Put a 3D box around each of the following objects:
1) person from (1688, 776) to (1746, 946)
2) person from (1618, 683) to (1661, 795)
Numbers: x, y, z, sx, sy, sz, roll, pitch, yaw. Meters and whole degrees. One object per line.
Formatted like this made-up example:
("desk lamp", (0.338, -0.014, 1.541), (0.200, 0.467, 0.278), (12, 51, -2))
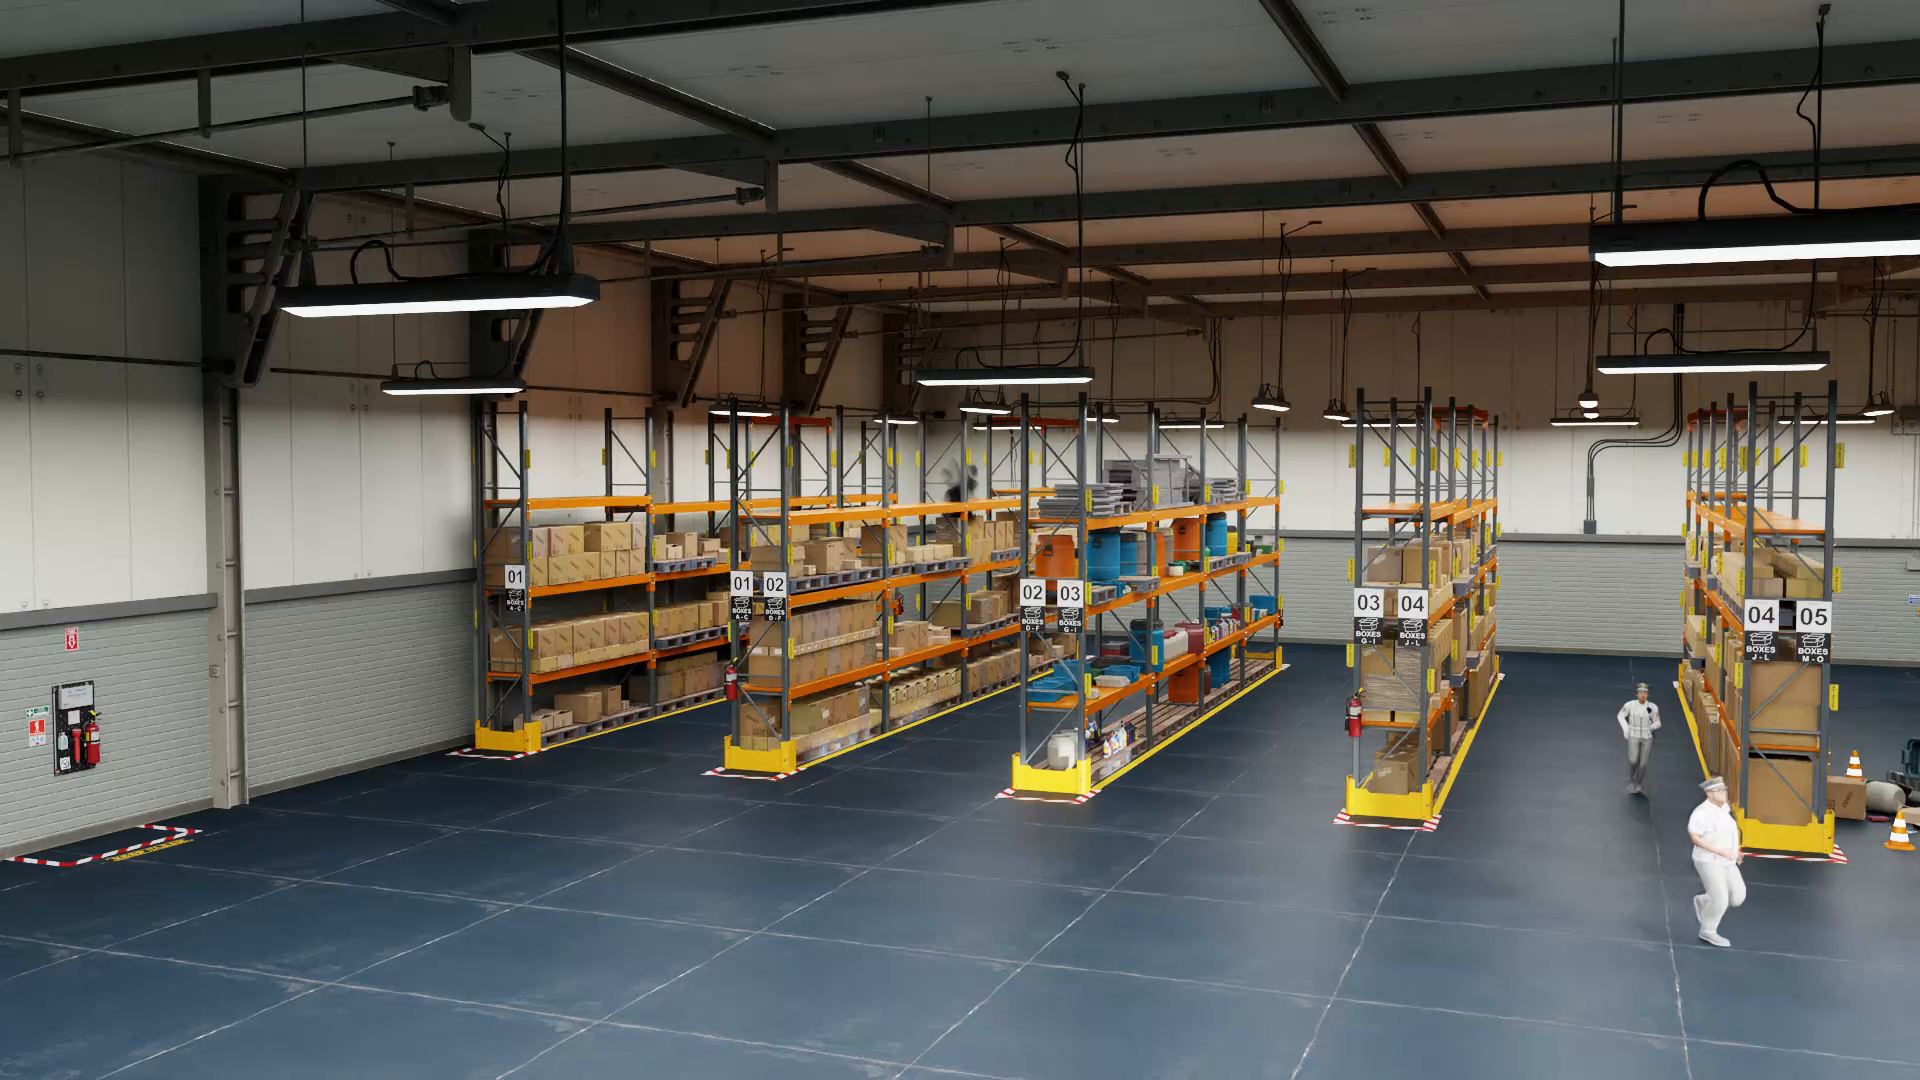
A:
("person", (7.825, 3.302, 17.209), (0.664, 1.743, 0.589), (-2, 3, -34))
("person", (10.103, 2.960, 24.709), (0.588, 1.681, 0.632), (1, 3, 16))
